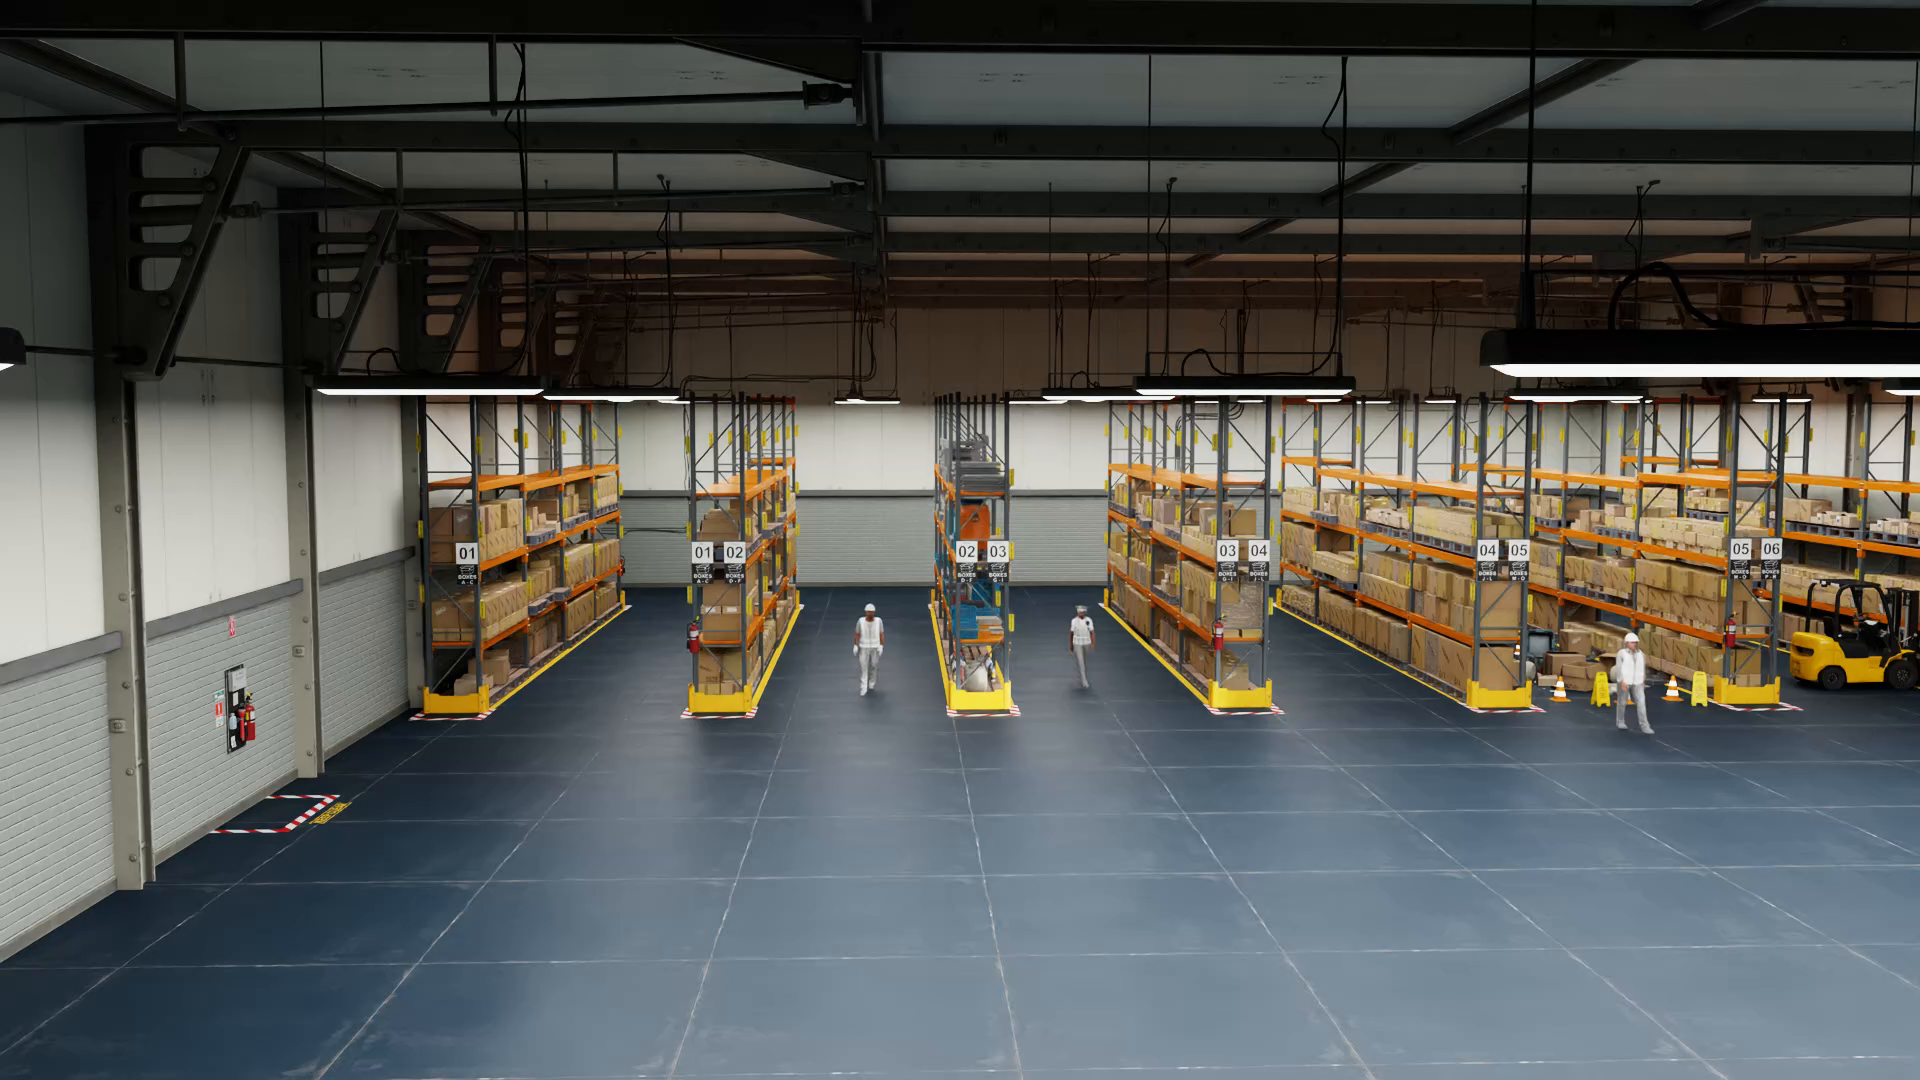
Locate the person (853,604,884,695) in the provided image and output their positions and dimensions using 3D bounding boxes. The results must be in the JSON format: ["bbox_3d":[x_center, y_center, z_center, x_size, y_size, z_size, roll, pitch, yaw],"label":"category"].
[{"bbox_3d":[-1.818,2.167,33.325,0.599,1.766,0.860,-1,5,-12],"label":"person"}]

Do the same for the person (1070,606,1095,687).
[{"bbox_3d":[2.527,2.153,34.141,0.474,1.630,0.928,-1,5,-10],"label":"person"}]

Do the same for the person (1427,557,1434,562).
[{"bbox_3d":[12.965,1.258,45.833,0.436,1.597,0.442,0,5,0],"label":"person"}]

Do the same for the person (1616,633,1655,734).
[{"bbox_3d":[11.788,2.497,29.140,0.569,1.727,0.960,0,5,3],"label":"person"}]
